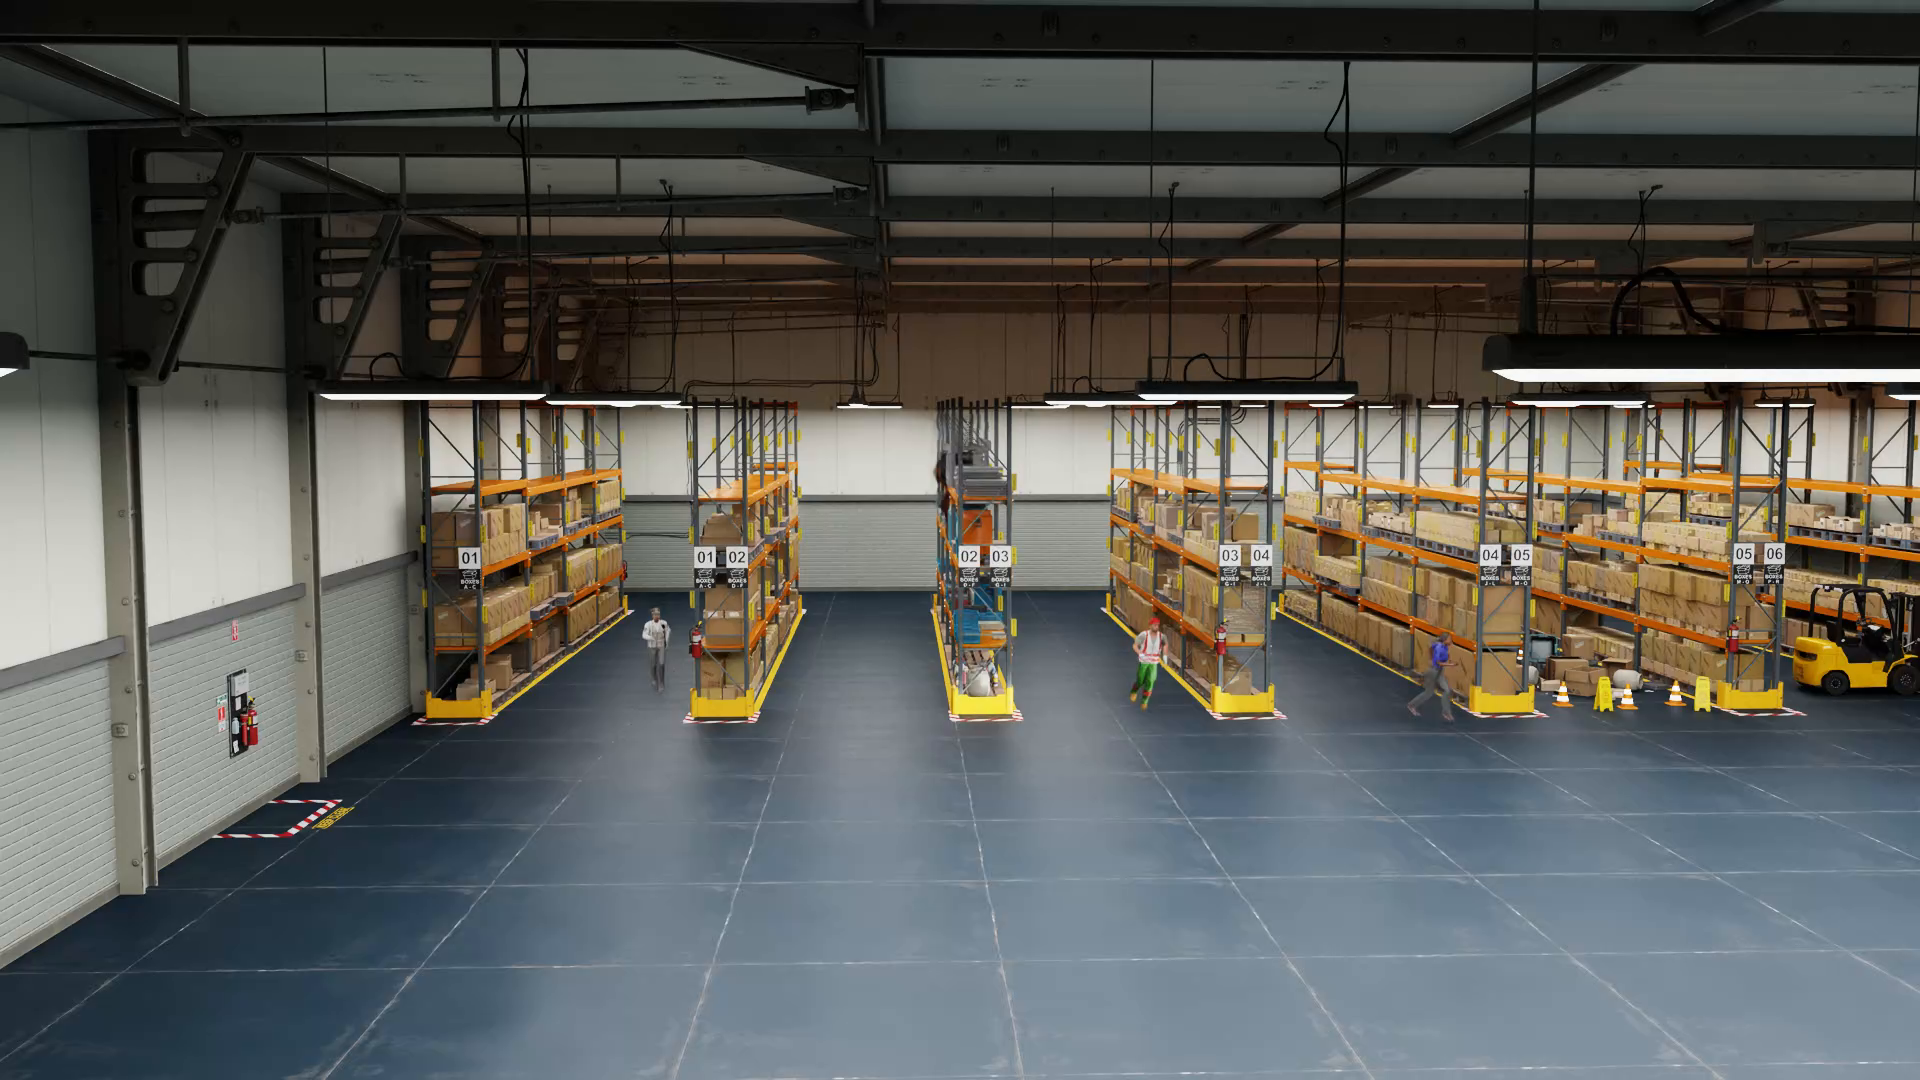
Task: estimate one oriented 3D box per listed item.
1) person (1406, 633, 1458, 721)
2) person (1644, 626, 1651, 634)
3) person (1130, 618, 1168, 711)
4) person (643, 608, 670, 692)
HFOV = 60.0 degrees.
[{"bbox_3d":[8.791,2.546,30.914,0.938,1.684,0.607,2,5,26],"label":"person"},{"bbox_3d":[16.498,1.860,39.626,0.557,1.631,0.694,0,4,0],"label":"person"},{"bbox_3d":[3.693,2.371,32.250,0.719,1.765,0.788,-1,4,-10],"label":"person"},{"bbox_3d":[-6.250,2.243,34.236,0.550,1.736,0.800,-1,4,-9],"label":"person"}]
